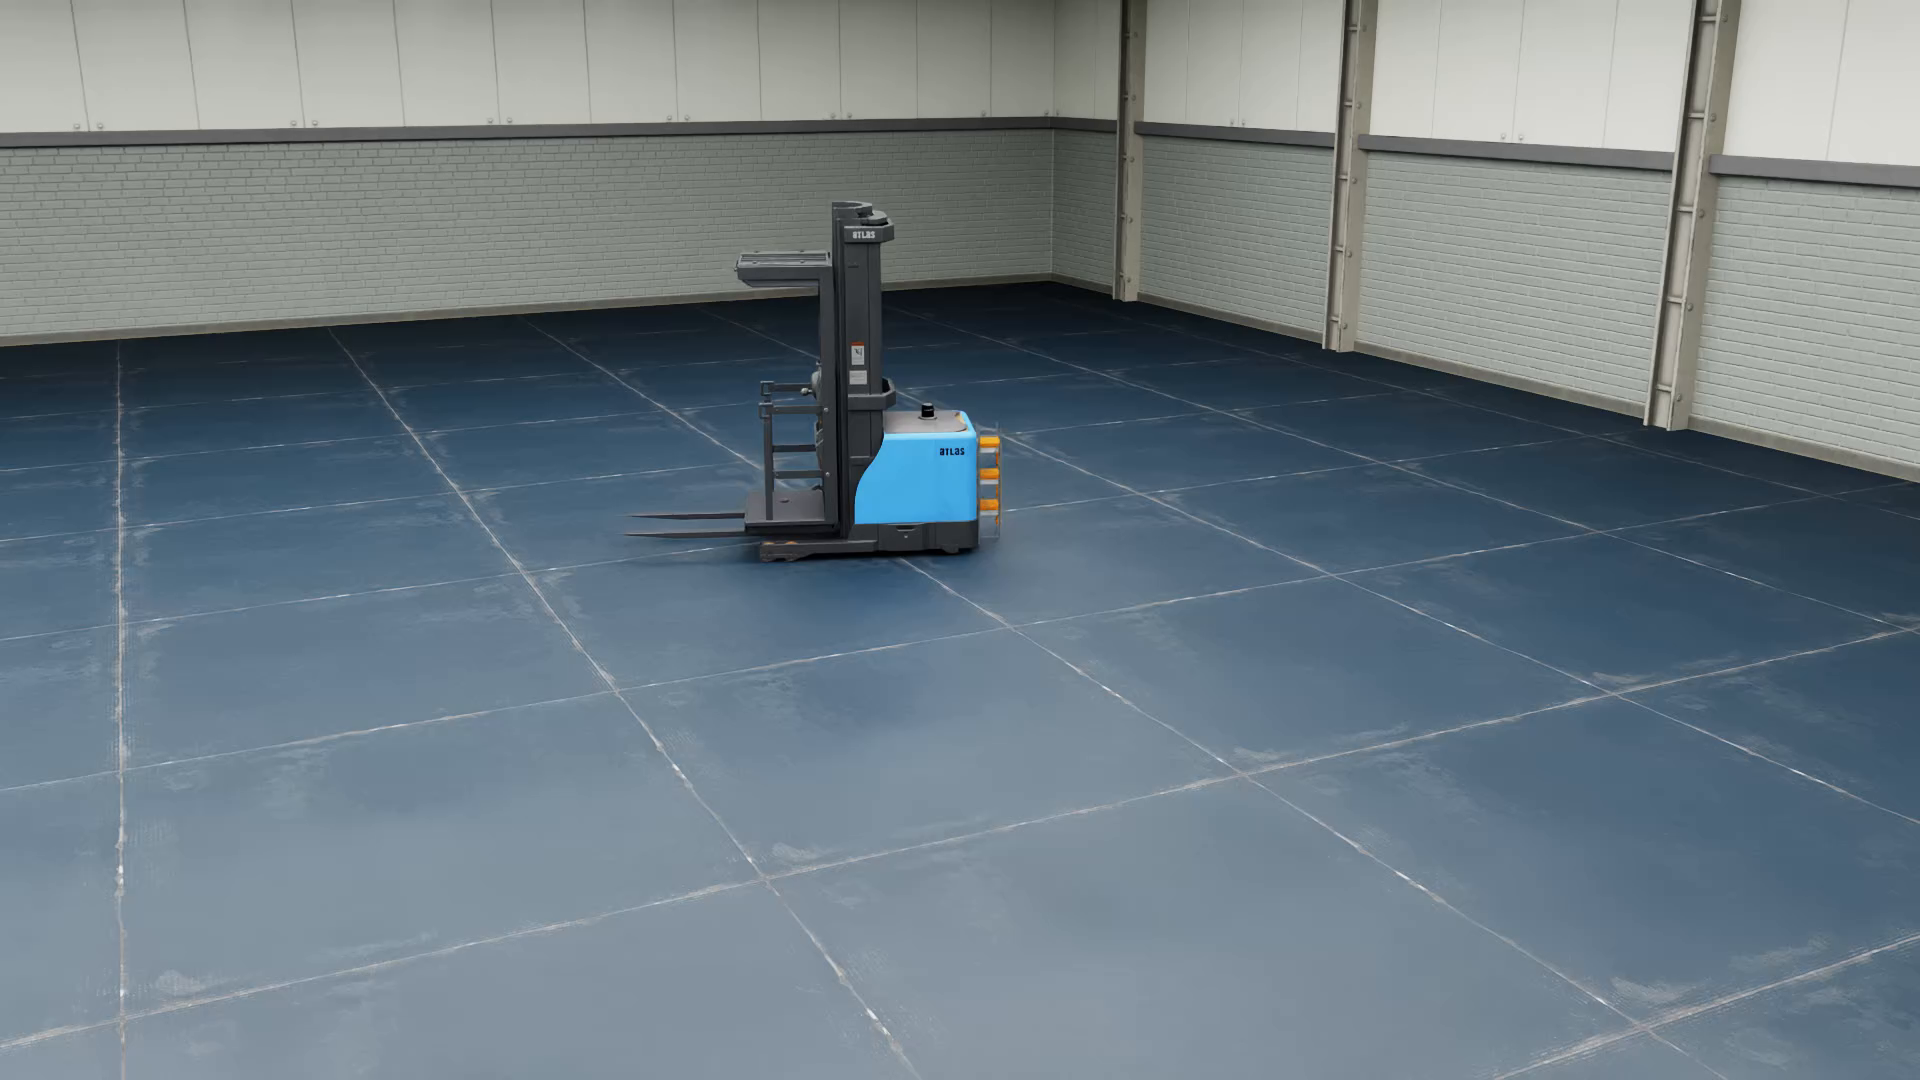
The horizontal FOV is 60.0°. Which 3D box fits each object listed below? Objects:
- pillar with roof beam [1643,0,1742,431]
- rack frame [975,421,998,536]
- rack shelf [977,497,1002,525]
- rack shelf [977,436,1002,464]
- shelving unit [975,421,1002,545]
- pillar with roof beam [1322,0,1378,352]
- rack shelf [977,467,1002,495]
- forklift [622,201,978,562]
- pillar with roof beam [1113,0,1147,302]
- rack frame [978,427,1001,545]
[{"bbox_3d":[4.346,-5.126,16.298,9.100,9.000,0.400,-8,18,-25],"label":"pillar with roof beam"},{"bbox_3d":[0.232,-0.532,14.702,0.200,1.050,0.008,-2,16,-5],"label":"rack frame"},{"bbox_3d":[0.244,-0.221,14.665,0.215,0.259,0.240,-2,16,-5],"label":"rack shelf"},{"bbox_3d":[0.245,-0.761,14.510,0.215,0.259,0.240,-2,16,-5],"label":"rack shelf"},{"bbox_3d":[0.245,-0.499,14.585,0.215,1.050,0.252,-2,16,-5],"label":"shelving unit"},{"bbox_3d":[1.718,-6.613,21.483,9.100,9.000,0.400,-8,18,-25],"label":"pillar with roof beam"},{"bbox_3d":[0.245,-0.489,14.588,0.215,0.259,0.240,-2,16,-5],"label":"rack shelf"},{"bbox_3d":[-1.392,-1.376,14.232,3.031,2.935,1.130,-2,16,-5],"label":"forklift"},{"bbox_3d":[-0.911,-8.101,26.667,9.100,9.000,0.400,-8,18,-25],"label":"pillar with roof beam"},{"bbox_3d":[0.257,-0.465,14.469,0.200,1.050,0.008,-2,16,-5],"label":"rack frame"}]
